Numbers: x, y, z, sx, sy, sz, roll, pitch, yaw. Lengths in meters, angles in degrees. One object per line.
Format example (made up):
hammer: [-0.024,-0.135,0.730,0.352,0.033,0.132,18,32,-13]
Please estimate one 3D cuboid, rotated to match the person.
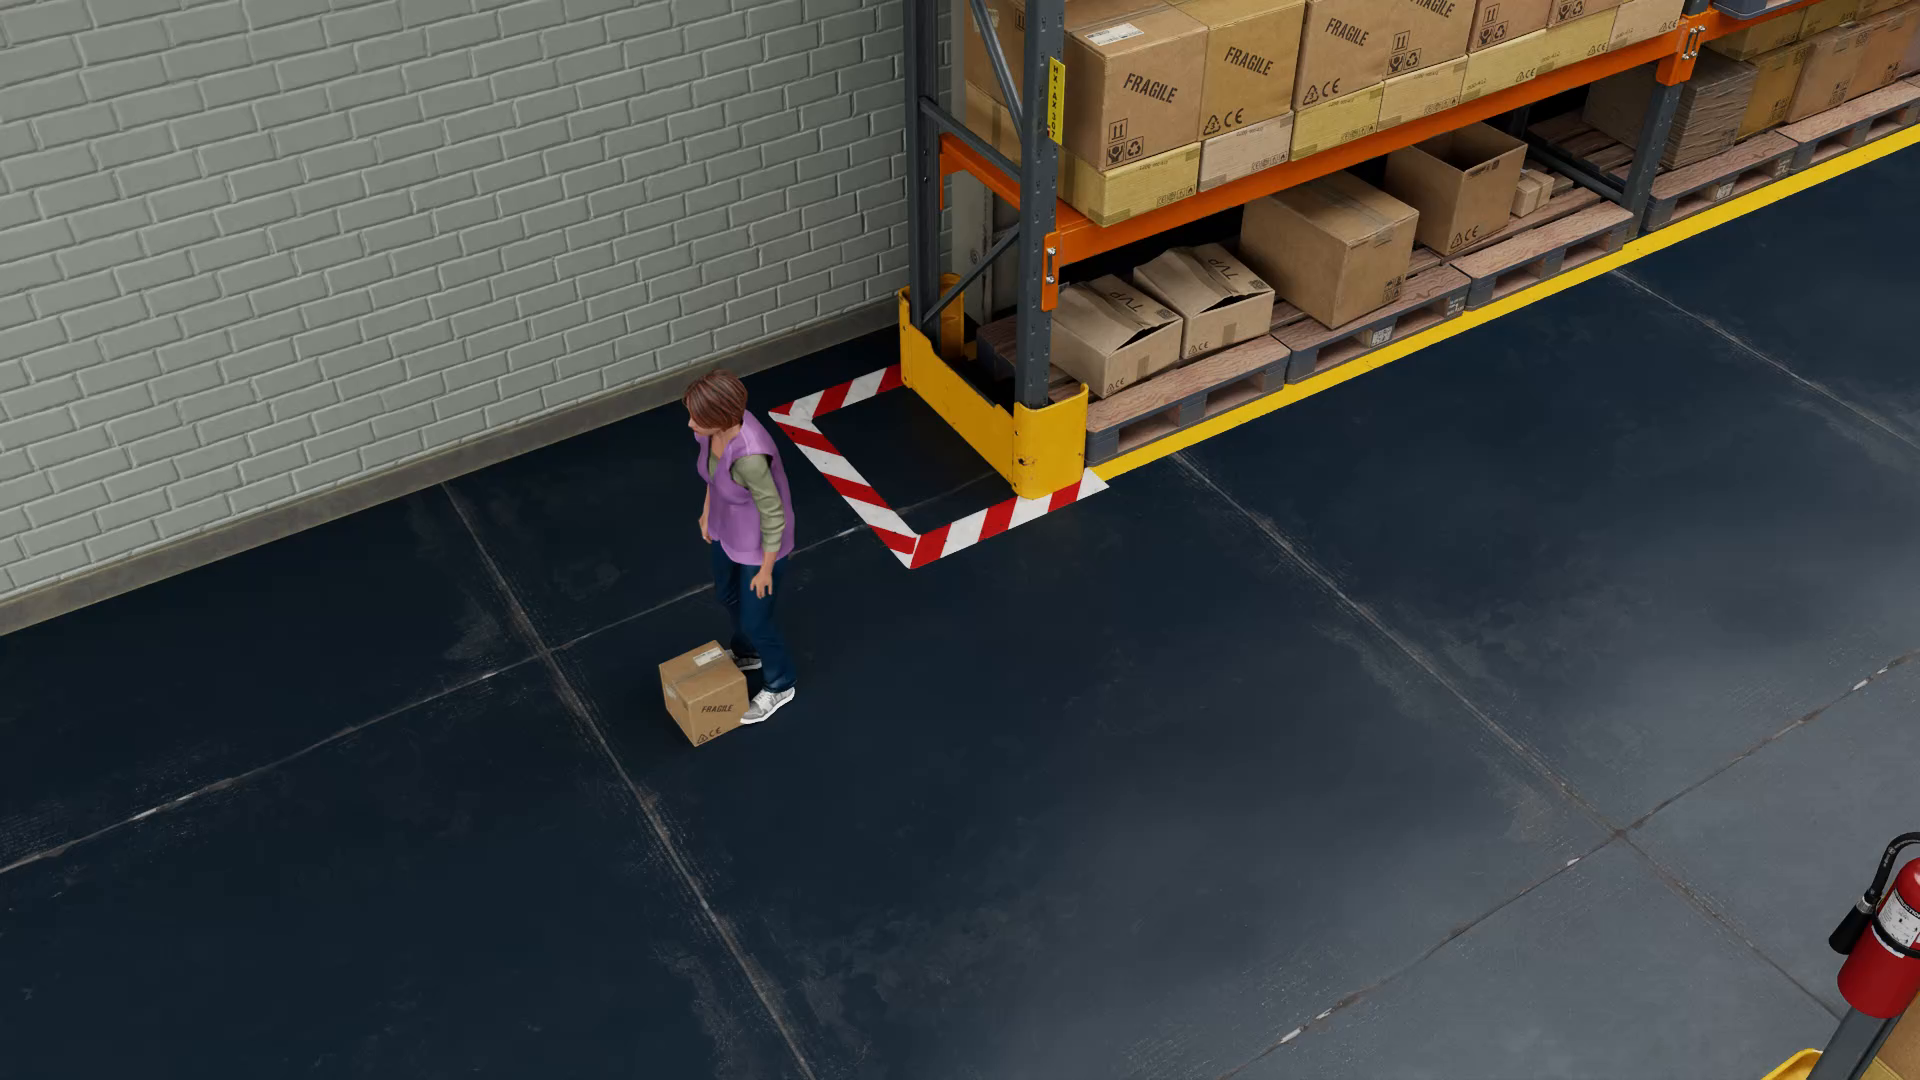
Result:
person: [-0.798,0.012,6.161,0.340,1.583,0.483,-25,47,-26]
